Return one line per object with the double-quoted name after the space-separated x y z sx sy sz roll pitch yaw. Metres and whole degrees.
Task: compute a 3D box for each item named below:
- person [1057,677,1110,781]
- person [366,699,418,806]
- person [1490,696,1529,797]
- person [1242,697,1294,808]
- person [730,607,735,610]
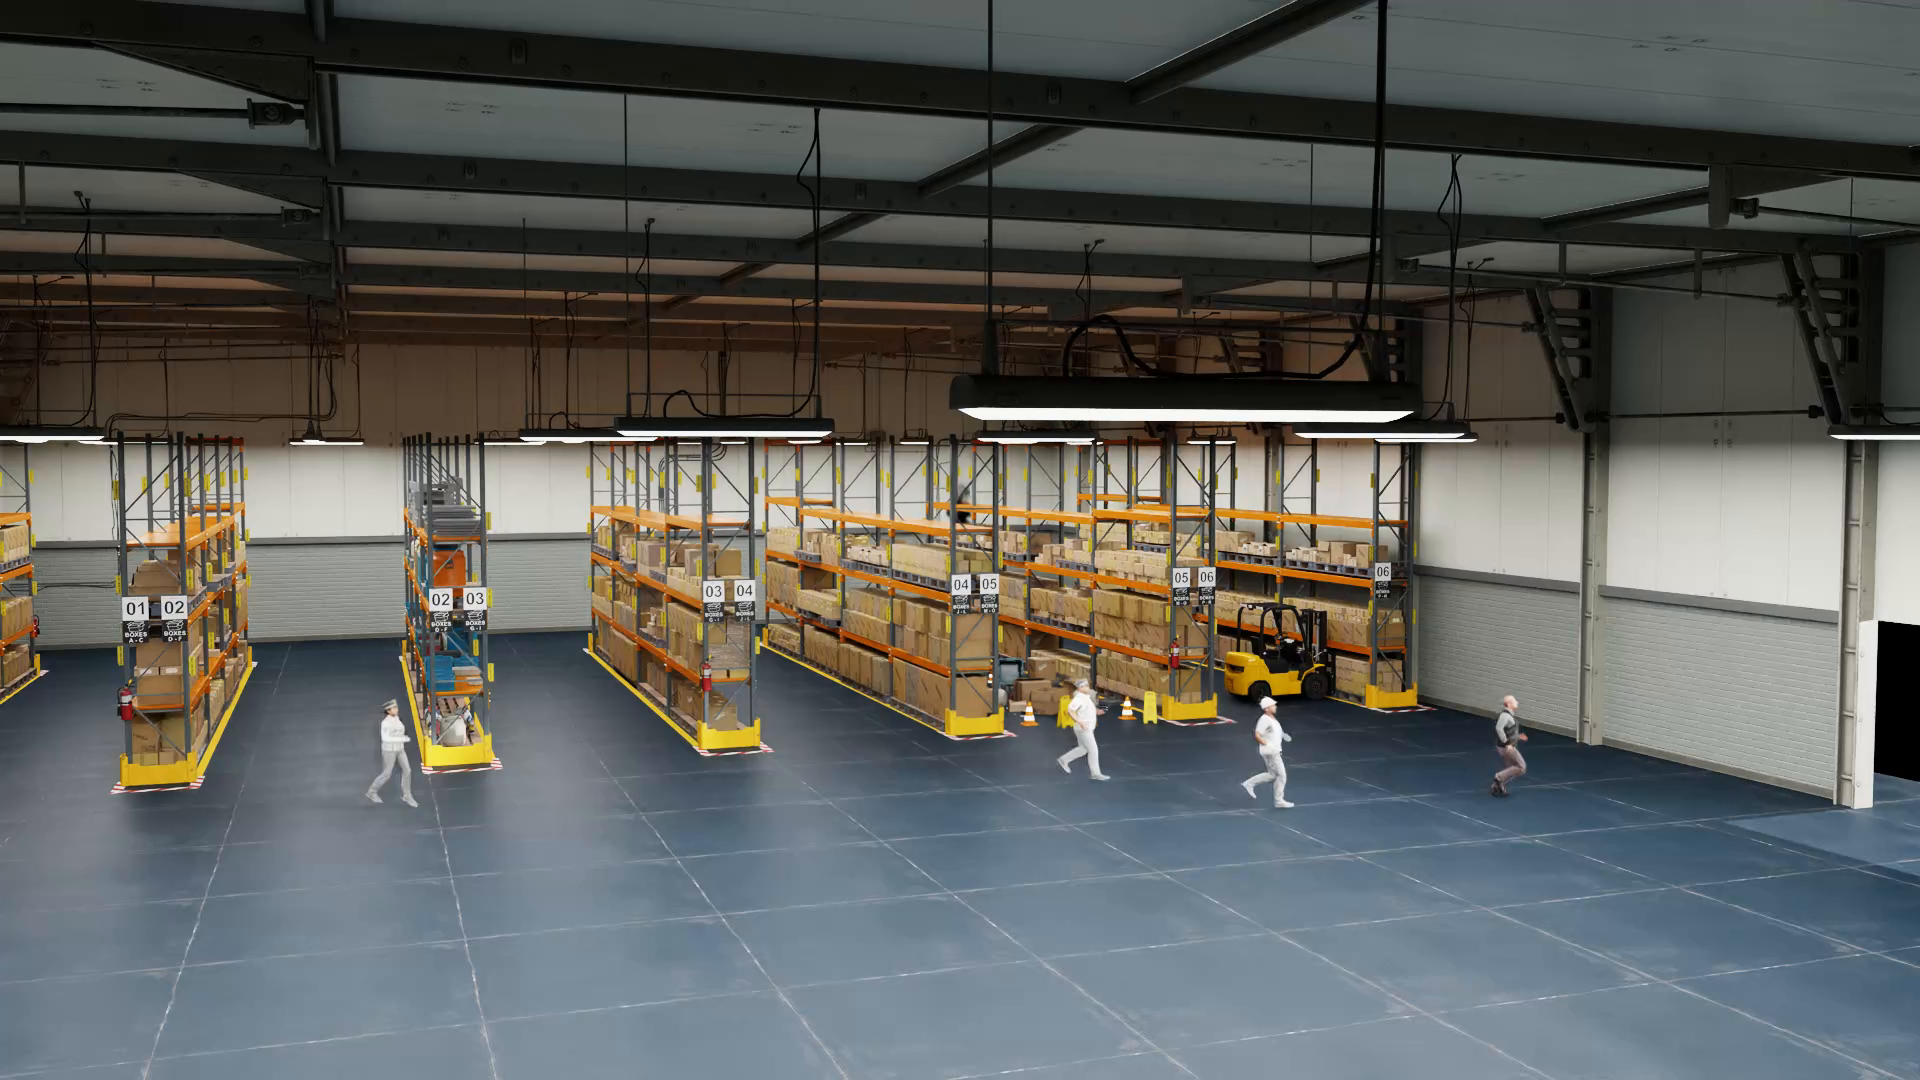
2.122 3.238 28.658 0.953 1.755 0.672 1 3 14 "person"
-9.092 3.406 26.557 0.828 1.743 0.580 1 3 10 "person"
9.009 3.379 27.239 0.591 1.663 0.603 1 3 14 "person"
4.909 3.379 26.482 0.839 1.752 0.697 1 3 17 "person"
-6.289 2.342 46.245 0.516 1.698 0.806 -1 3 -18 "person"
